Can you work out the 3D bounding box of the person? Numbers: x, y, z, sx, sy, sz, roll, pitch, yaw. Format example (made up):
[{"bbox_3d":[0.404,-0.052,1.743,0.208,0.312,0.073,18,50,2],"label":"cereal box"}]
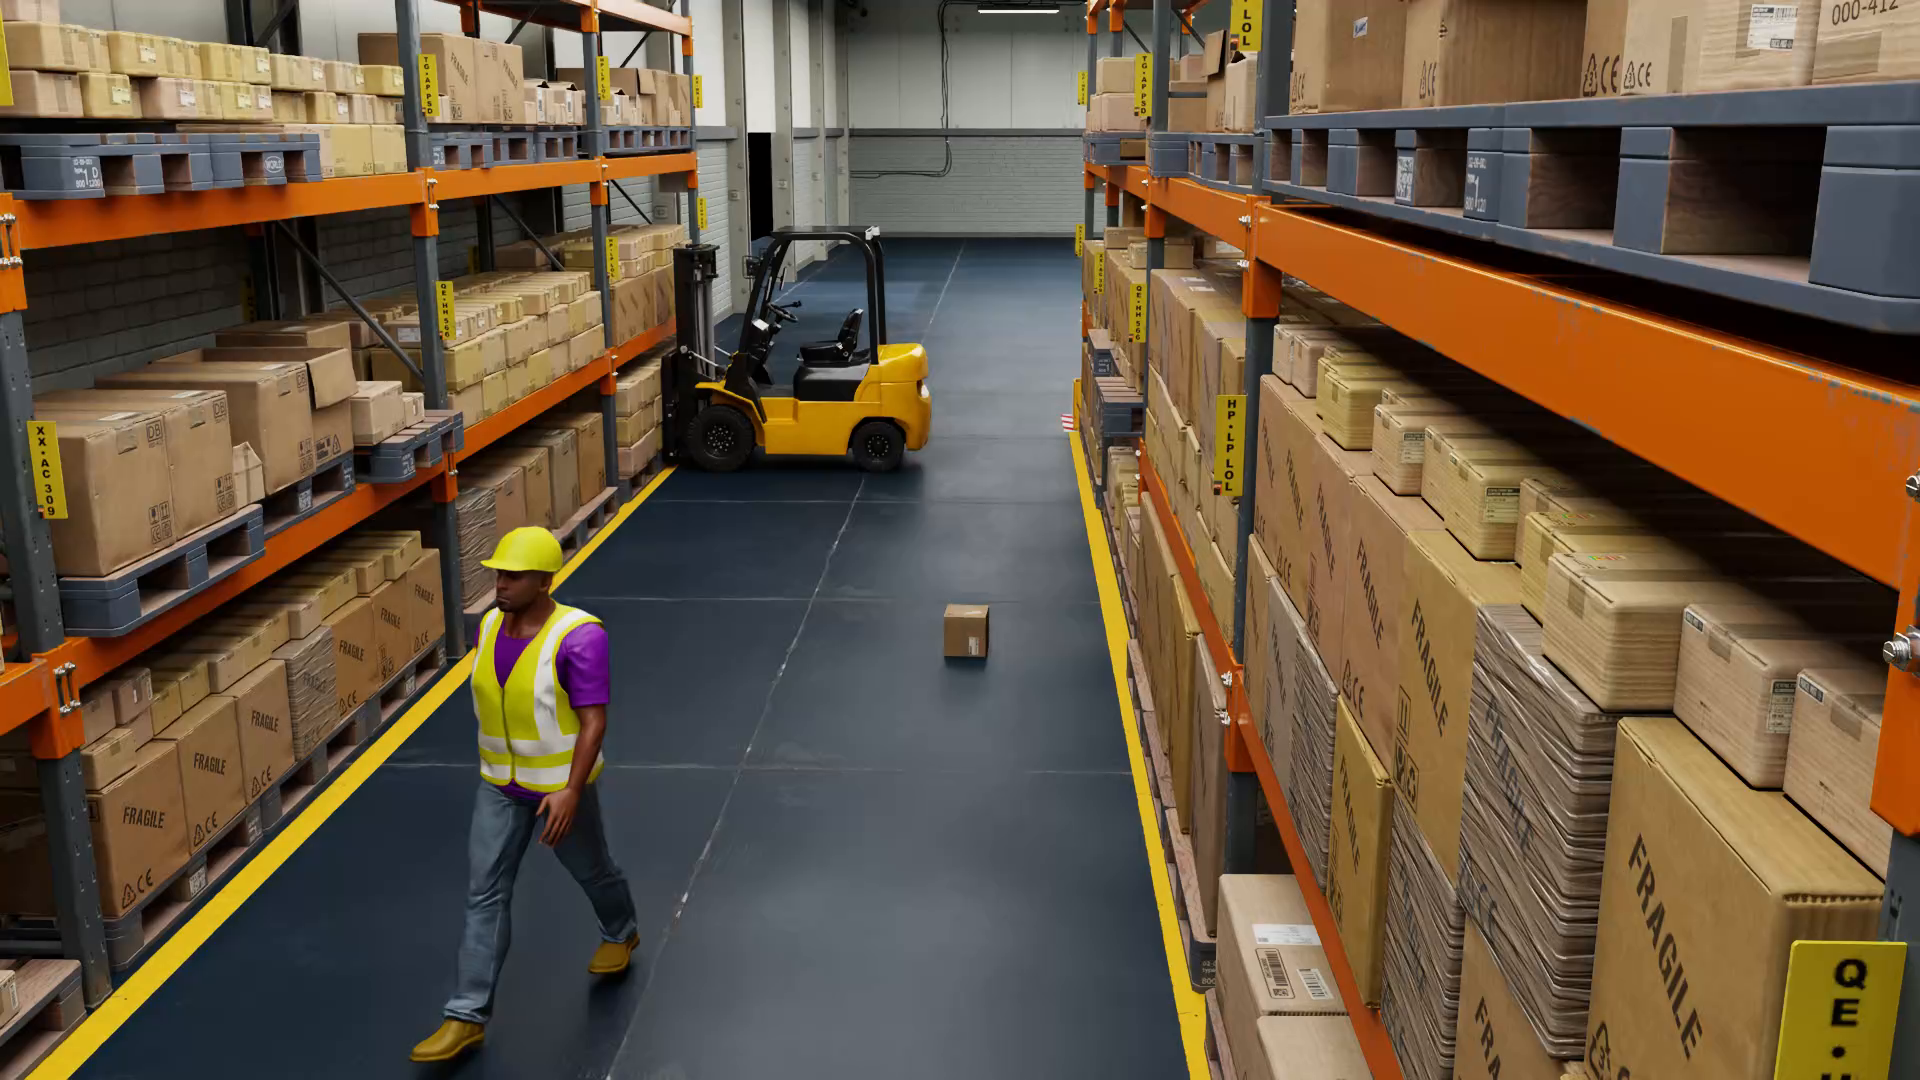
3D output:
[{"bbox_3d":[-1.455,0.813,5.606,0.582,1.716,1.041,5,15,20],"label":"person"}]
